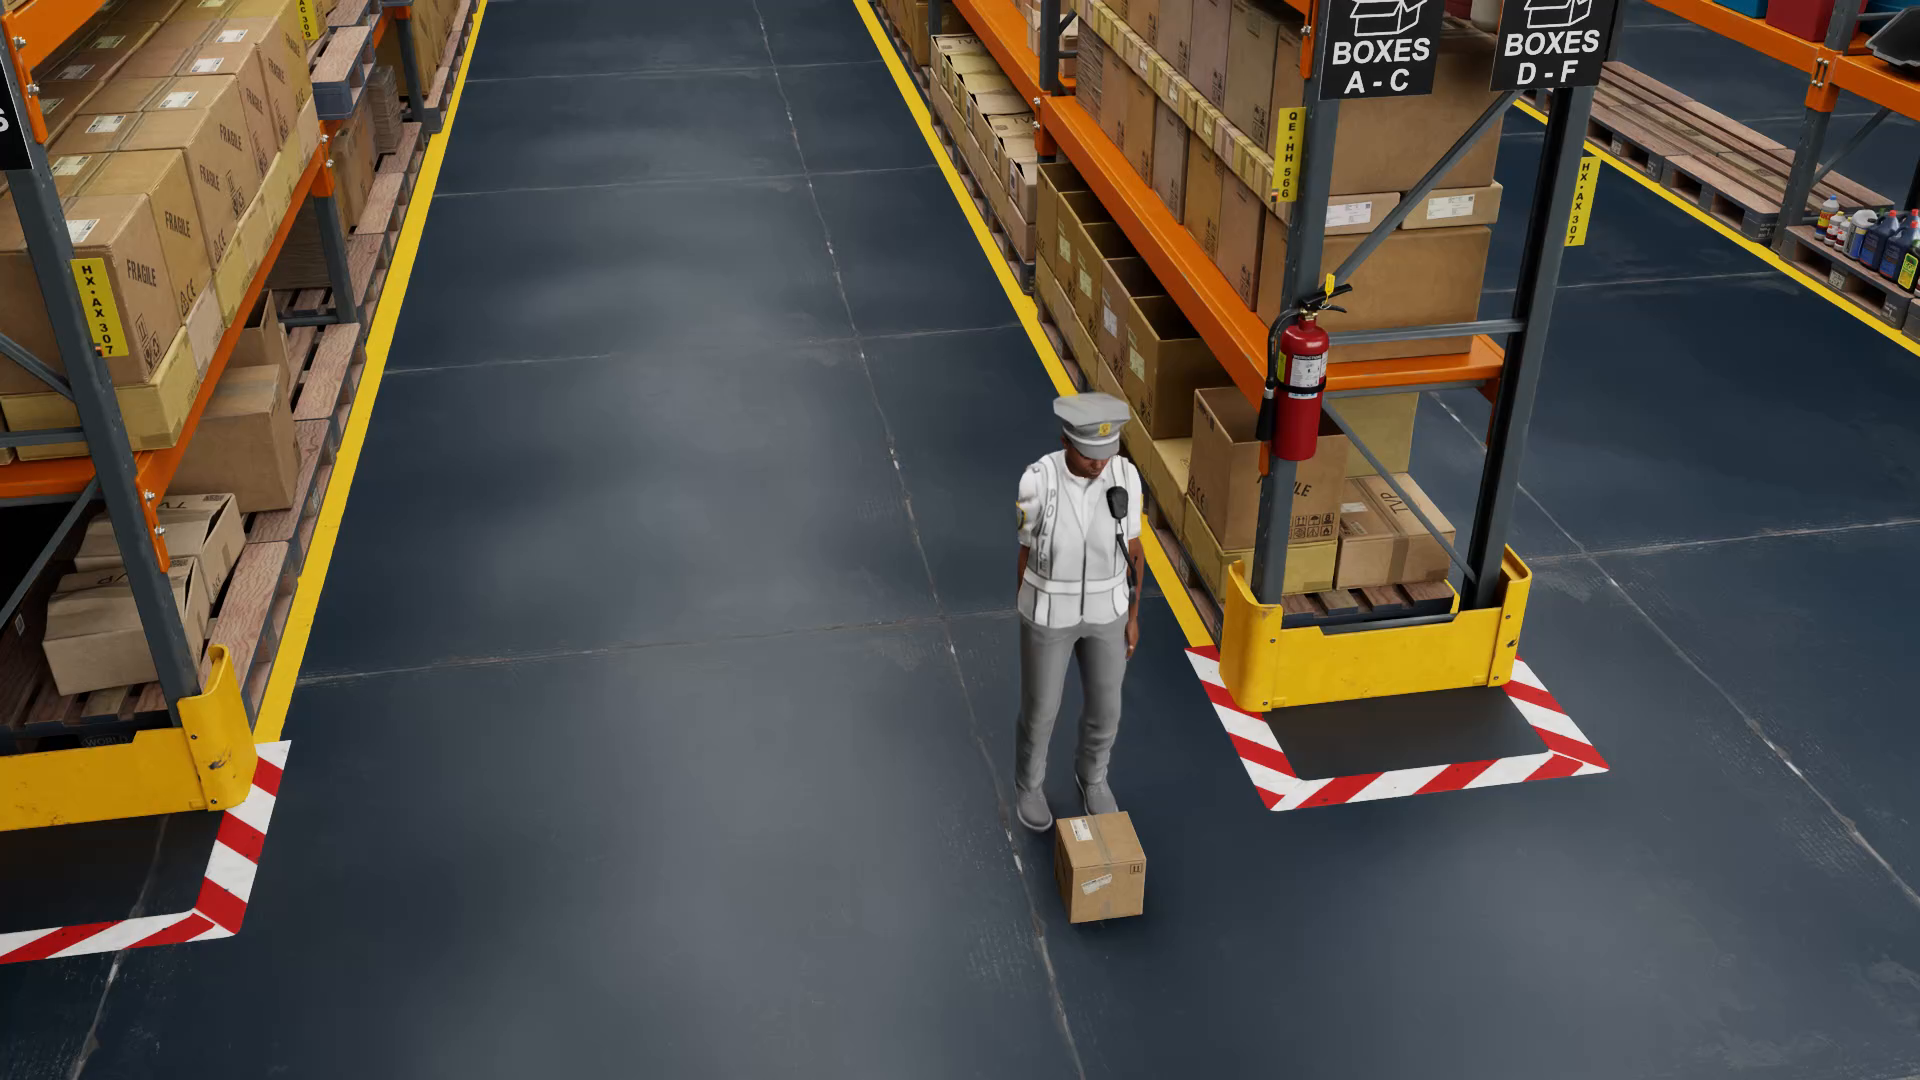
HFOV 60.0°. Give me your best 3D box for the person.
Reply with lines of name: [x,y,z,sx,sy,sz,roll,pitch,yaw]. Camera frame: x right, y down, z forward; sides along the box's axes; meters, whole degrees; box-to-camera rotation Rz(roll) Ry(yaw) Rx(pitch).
person: [0.410,0.262,5.706,0.439,1.658,0.339,-5,31,-8]
